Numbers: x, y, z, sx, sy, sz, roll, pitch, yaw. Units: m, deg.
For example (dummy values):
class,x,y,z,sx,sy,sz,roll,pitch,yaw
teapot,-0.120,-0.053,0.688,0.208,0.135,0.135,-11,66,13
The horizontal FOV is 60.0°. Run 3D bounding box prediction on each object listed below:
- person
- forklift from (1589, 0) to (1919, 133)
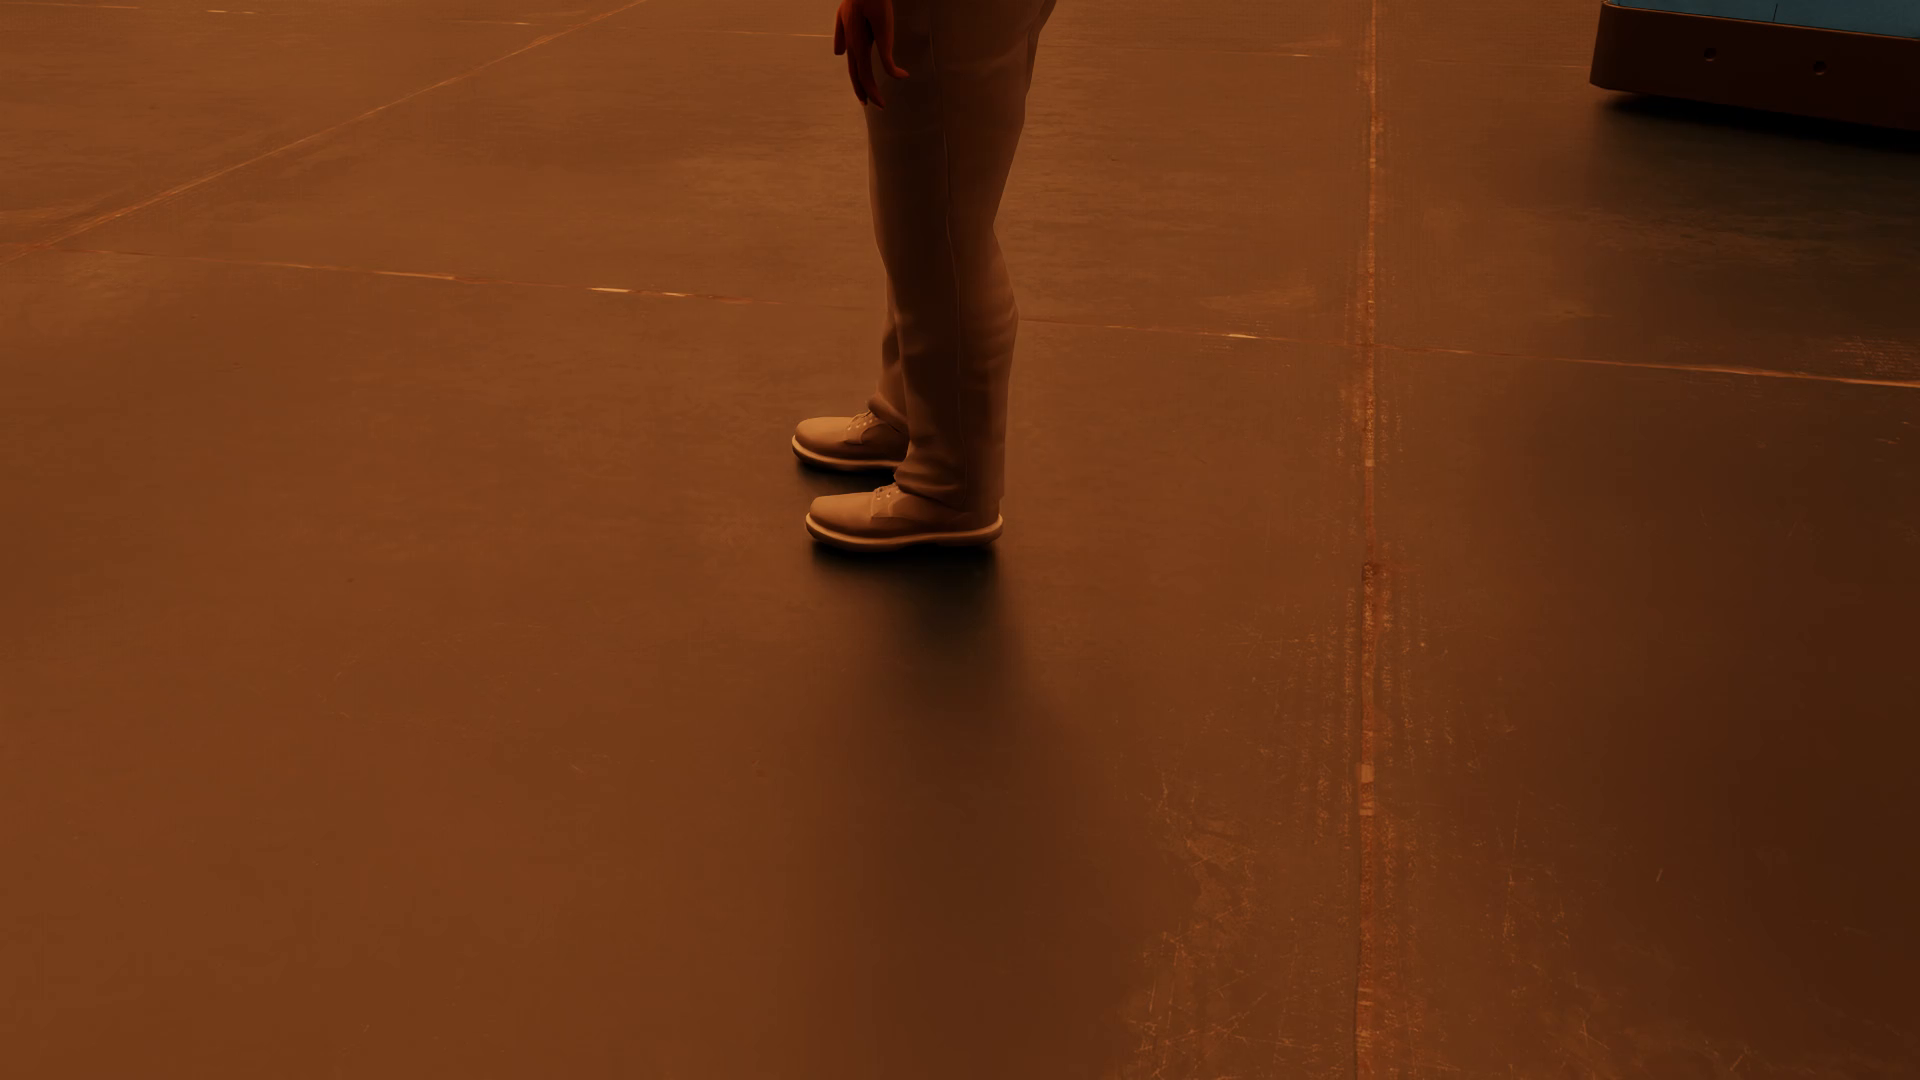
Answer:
class,x,y,z,sx,sy,sz,roll,pitch,yaw
person,-0.068,-0.779,2.147,0.530,1.695,0.569,6,27,11
forklift,3.297,-2.999,5.192,1.130,2.935,3.031,22,34,36
